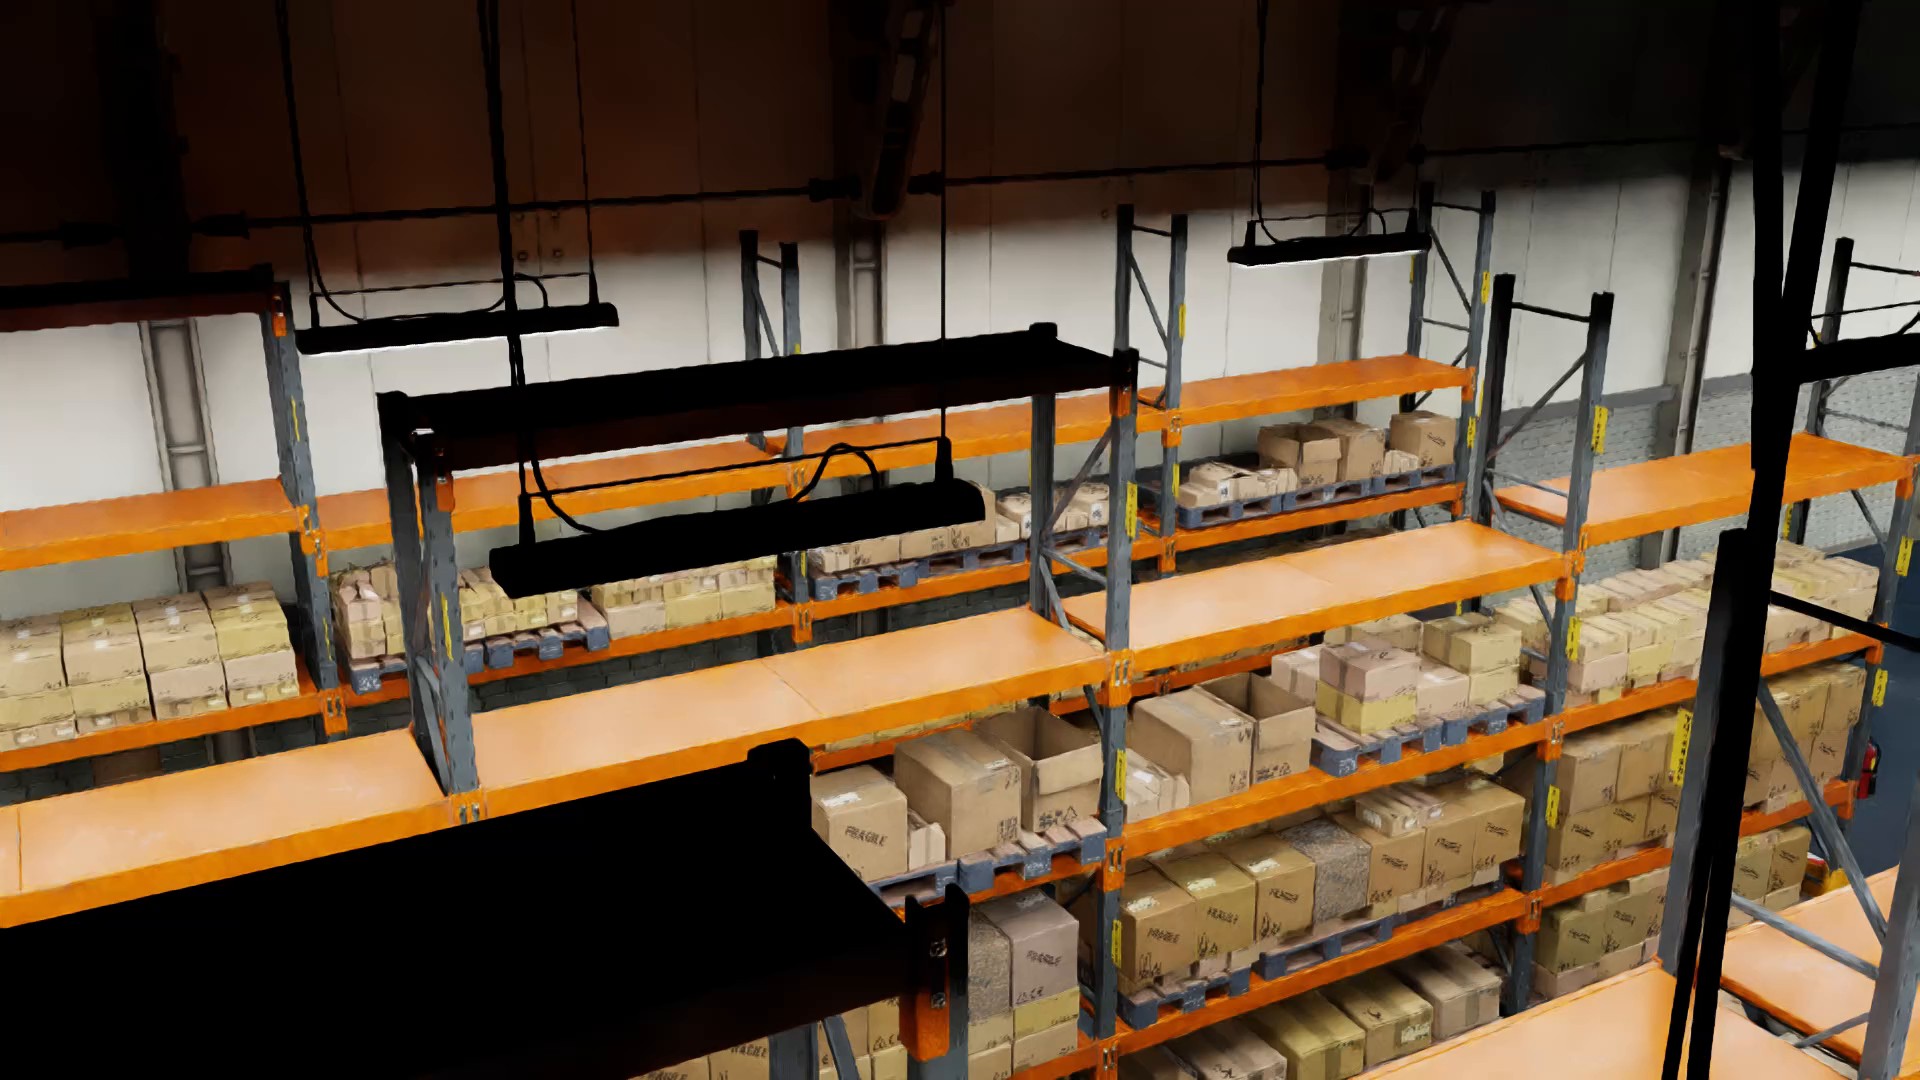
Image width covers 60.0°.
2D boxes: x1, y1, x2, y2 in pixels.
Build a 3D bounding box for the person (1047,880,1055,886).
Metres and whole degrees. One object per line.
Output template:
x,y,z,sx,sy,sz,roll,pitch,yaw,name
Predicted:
0.759,2.511,15.176,0.586,1.663,0.550,-1,18,-3,person
